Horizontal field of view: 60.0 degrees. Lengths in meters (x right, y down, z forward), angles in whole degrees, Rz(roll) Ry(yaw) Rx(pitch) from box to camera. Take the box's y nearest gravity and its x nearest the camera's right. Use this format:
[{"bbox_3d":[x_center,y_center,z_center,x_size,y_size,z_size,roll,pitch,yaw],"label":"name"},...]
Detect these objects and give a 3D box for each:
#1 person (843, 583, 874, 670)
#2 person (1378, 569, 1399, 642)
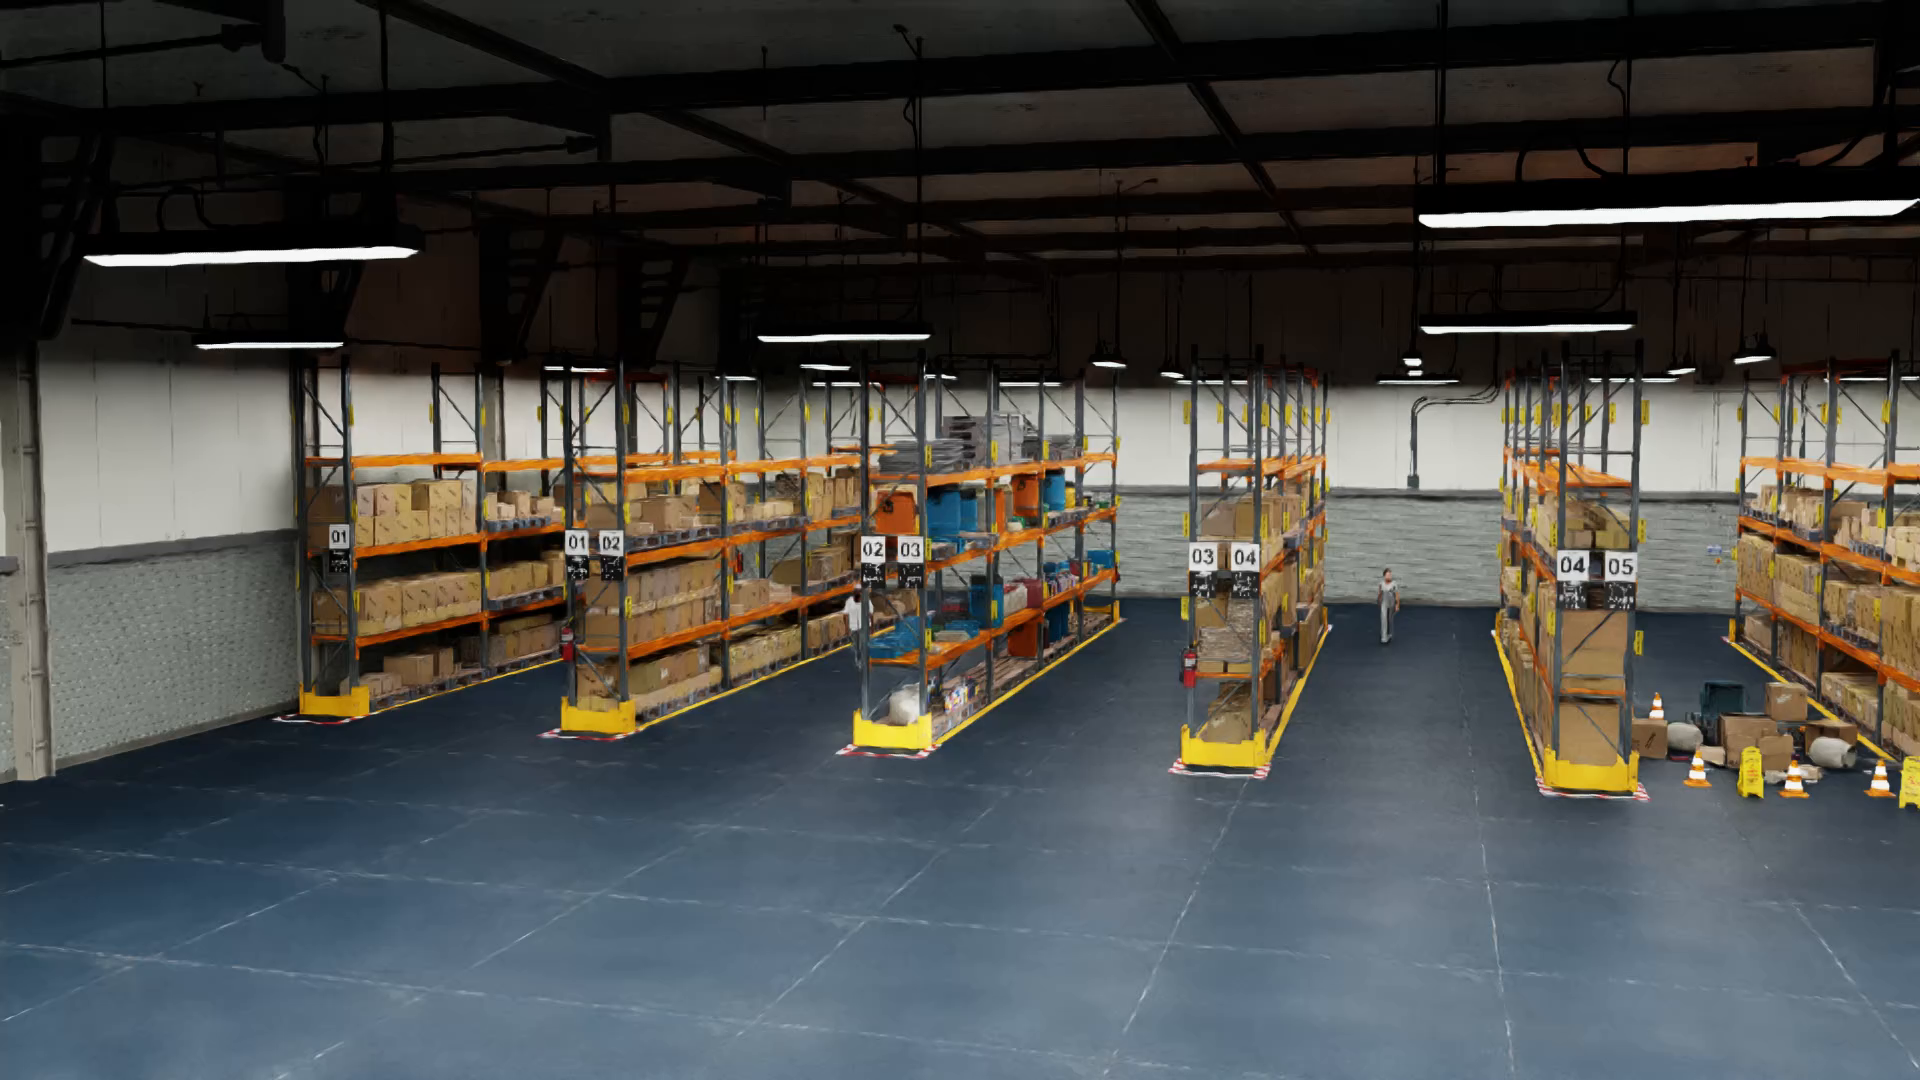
[{"bbox_3d":[-1.996,1.696,32.617,0.567,1.709,1.035,1,4,7],"label":"person"},{"bbox_3d":[9.483,1.434,36.788,0.455,1.612,1.010,1,4,15],"label":"person"}]
